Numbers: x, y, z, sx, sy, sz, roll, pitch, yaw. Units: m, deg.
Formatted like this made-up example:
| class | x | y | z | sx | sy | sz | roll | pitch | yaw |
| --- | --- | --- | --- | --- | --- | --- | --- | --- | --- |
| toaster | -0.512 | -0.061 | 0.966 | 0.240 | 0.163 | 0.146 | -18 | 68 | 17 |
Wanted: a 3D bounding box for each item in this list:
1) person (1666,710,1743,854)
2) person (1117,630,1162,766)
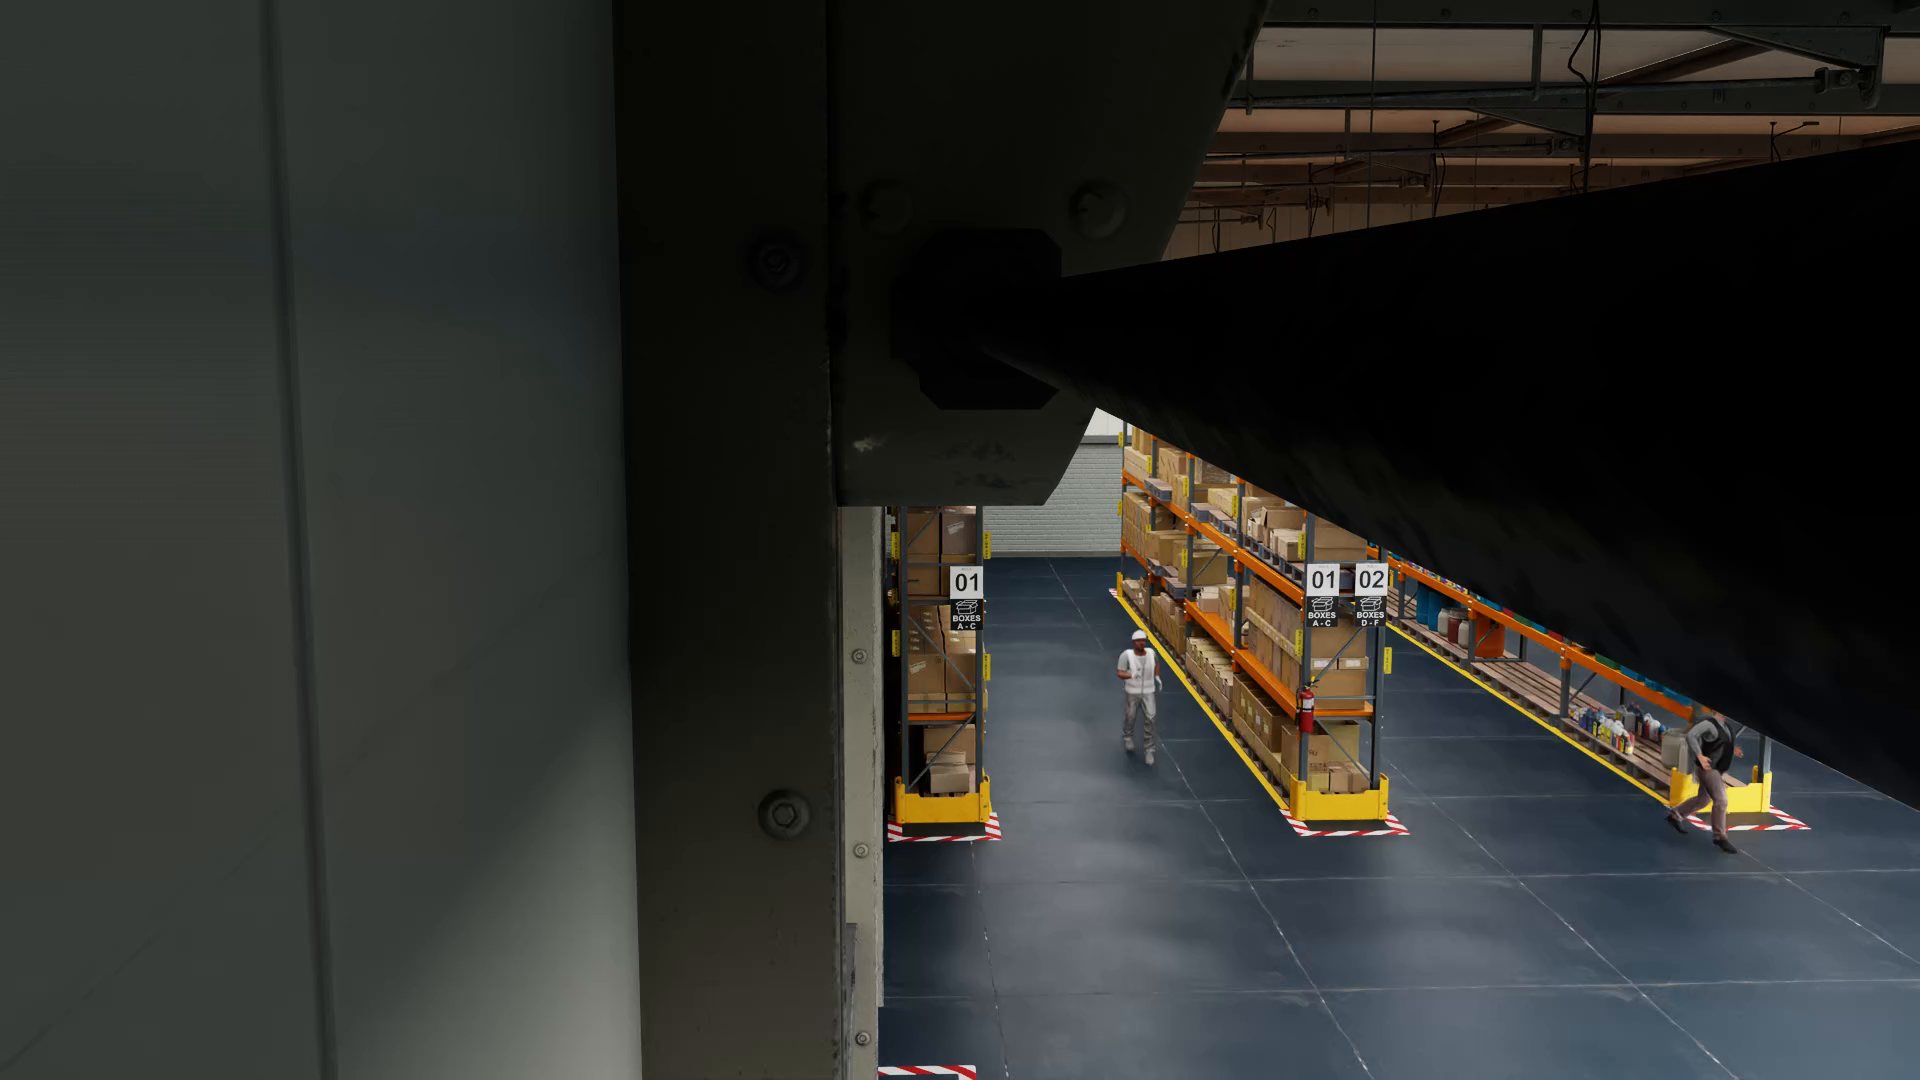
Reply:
| class | x | y | z | sx | sy | sz | roll | pitch | yaw |
| --- | --- | --- | --- | --- | --- | --- | --- | --- | --- |
| person | 8.912 | 2.732 | 19.735 | 0.906 | 1.723 | 0.679 | 8 | 11 | 44 |
| person | 2.518 | 2.164 | 23.334 | 0.669 | 1.828 | 0.858 | -1 | 8 | -6 |
